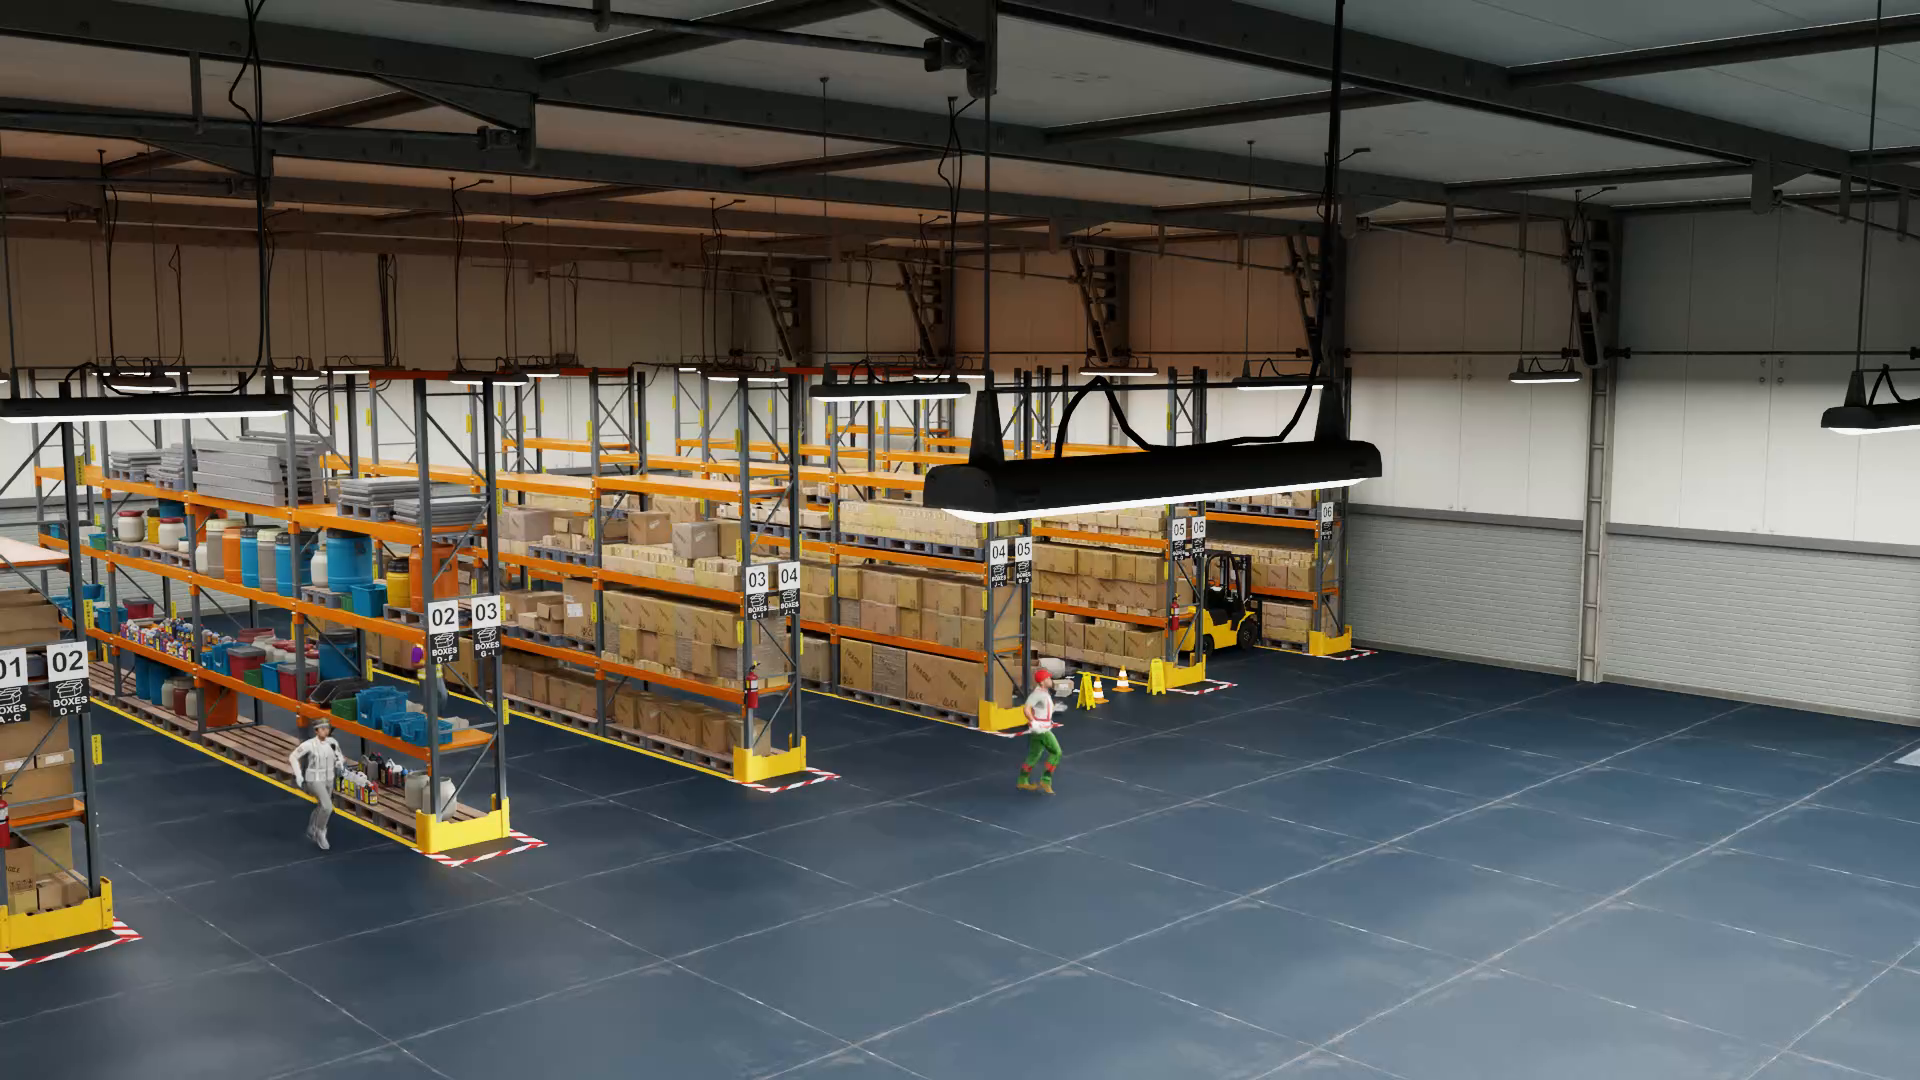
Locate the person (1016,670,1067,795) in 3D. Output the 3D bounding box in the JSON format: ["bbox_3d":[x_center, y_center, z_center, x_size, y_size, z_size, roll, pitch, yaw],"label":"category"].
[{"bbox_3d":[1.182,2.765,23.920,0.746,1.832,0.616,0,6,-3],"label":"person"}]

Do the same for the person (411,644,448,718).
[{"bbox_3d":[-8.826,2.332,27.739,0.706,1.812,0.673,5,8,39],"label":"person"}]

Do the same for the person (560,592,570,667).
[{"bbox_3d":[-7.824,1.827,32.774,0.563,1.619,0.609,-6,9,-44],"label":"person"}]

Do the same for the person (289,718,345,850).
[{"bbox_3d":[-8.150,3.104,21.247,0.771,1.714,0.572,4,7,31],"label":"person"}]

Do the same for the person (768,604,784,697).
[{"bbox_3d":[-3.610,1.991,30.656,0.957,1.761,0.676,5,8,37],"label":"person"}]
